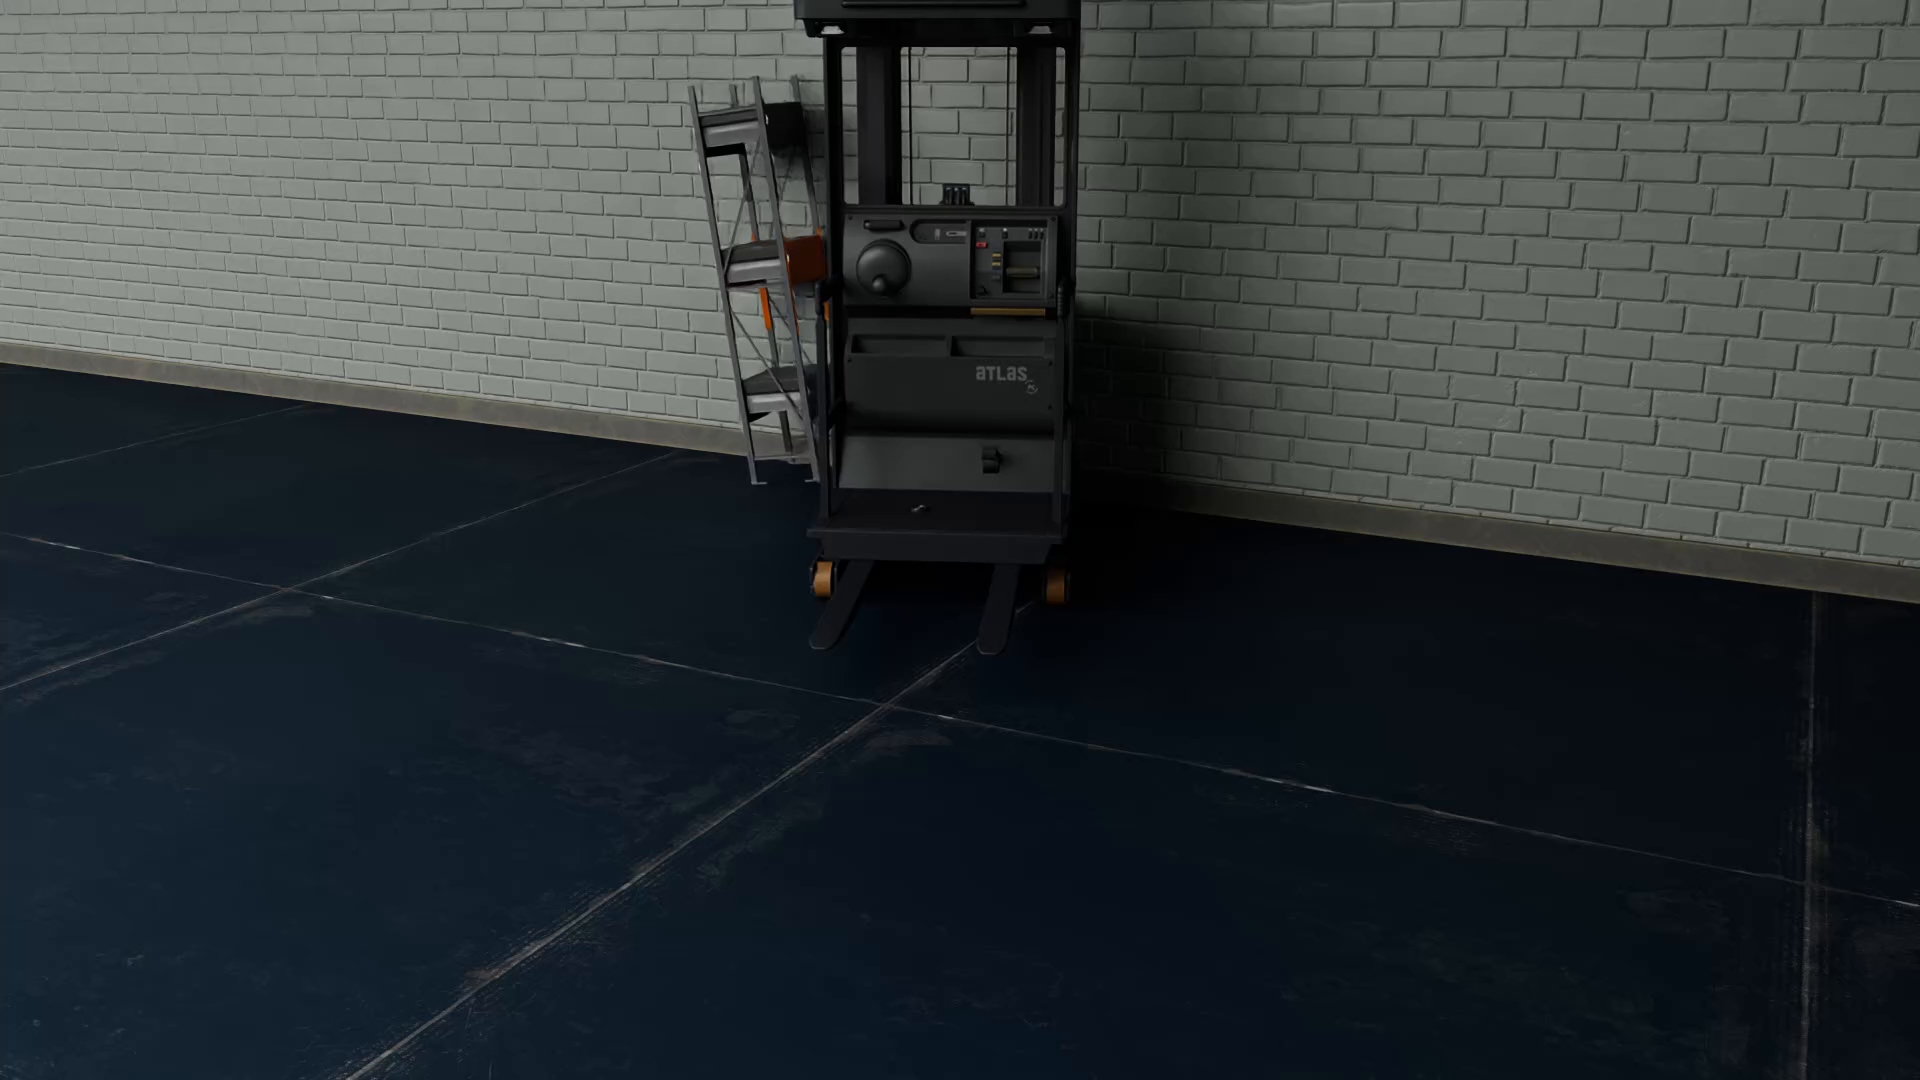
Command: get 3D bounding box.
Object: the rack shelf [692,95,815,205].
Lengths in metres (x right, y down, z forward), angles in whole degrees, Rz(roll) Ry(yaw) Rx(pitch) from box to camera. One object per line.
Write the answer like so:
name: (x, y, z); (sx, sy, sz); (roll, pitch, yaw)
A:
rack shelf: (-1.082, -2.044, 8.747); (0.431, 0.518, 0.480); (-3, 15, 19)

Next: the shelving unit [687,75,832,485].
shelving unit: (-0.994, -1.383, 8.910); (0.431, 2.100, 0.503); (-3, 15, 19)

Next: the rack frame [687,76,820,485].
rack frame: (-1.070, -1.318, 8.687); (0.400, 2.100, 0.015); (-3, 15, 19)

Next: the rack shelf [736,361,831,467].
rack shelf: (-0.902, -0.696, 9.079); (0.431, 0.518, 0.480); (-3, 15, 19)

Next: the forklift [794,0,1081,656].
forklift: (-0.058, -1.225, 7.002); (1.130, 2.935, 3.031); (1, 17, 5)

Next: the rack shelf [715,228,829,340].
rack shelf: (-0.992, -1.370, 8.913); (0.431, 0.518, 0.480); (-3, 15, 19)

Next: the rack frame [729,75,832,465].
rack frame: (-0.918, -1.448, 9.133); (0.400, 2.100, 0.015); (-3, 15, 19)
